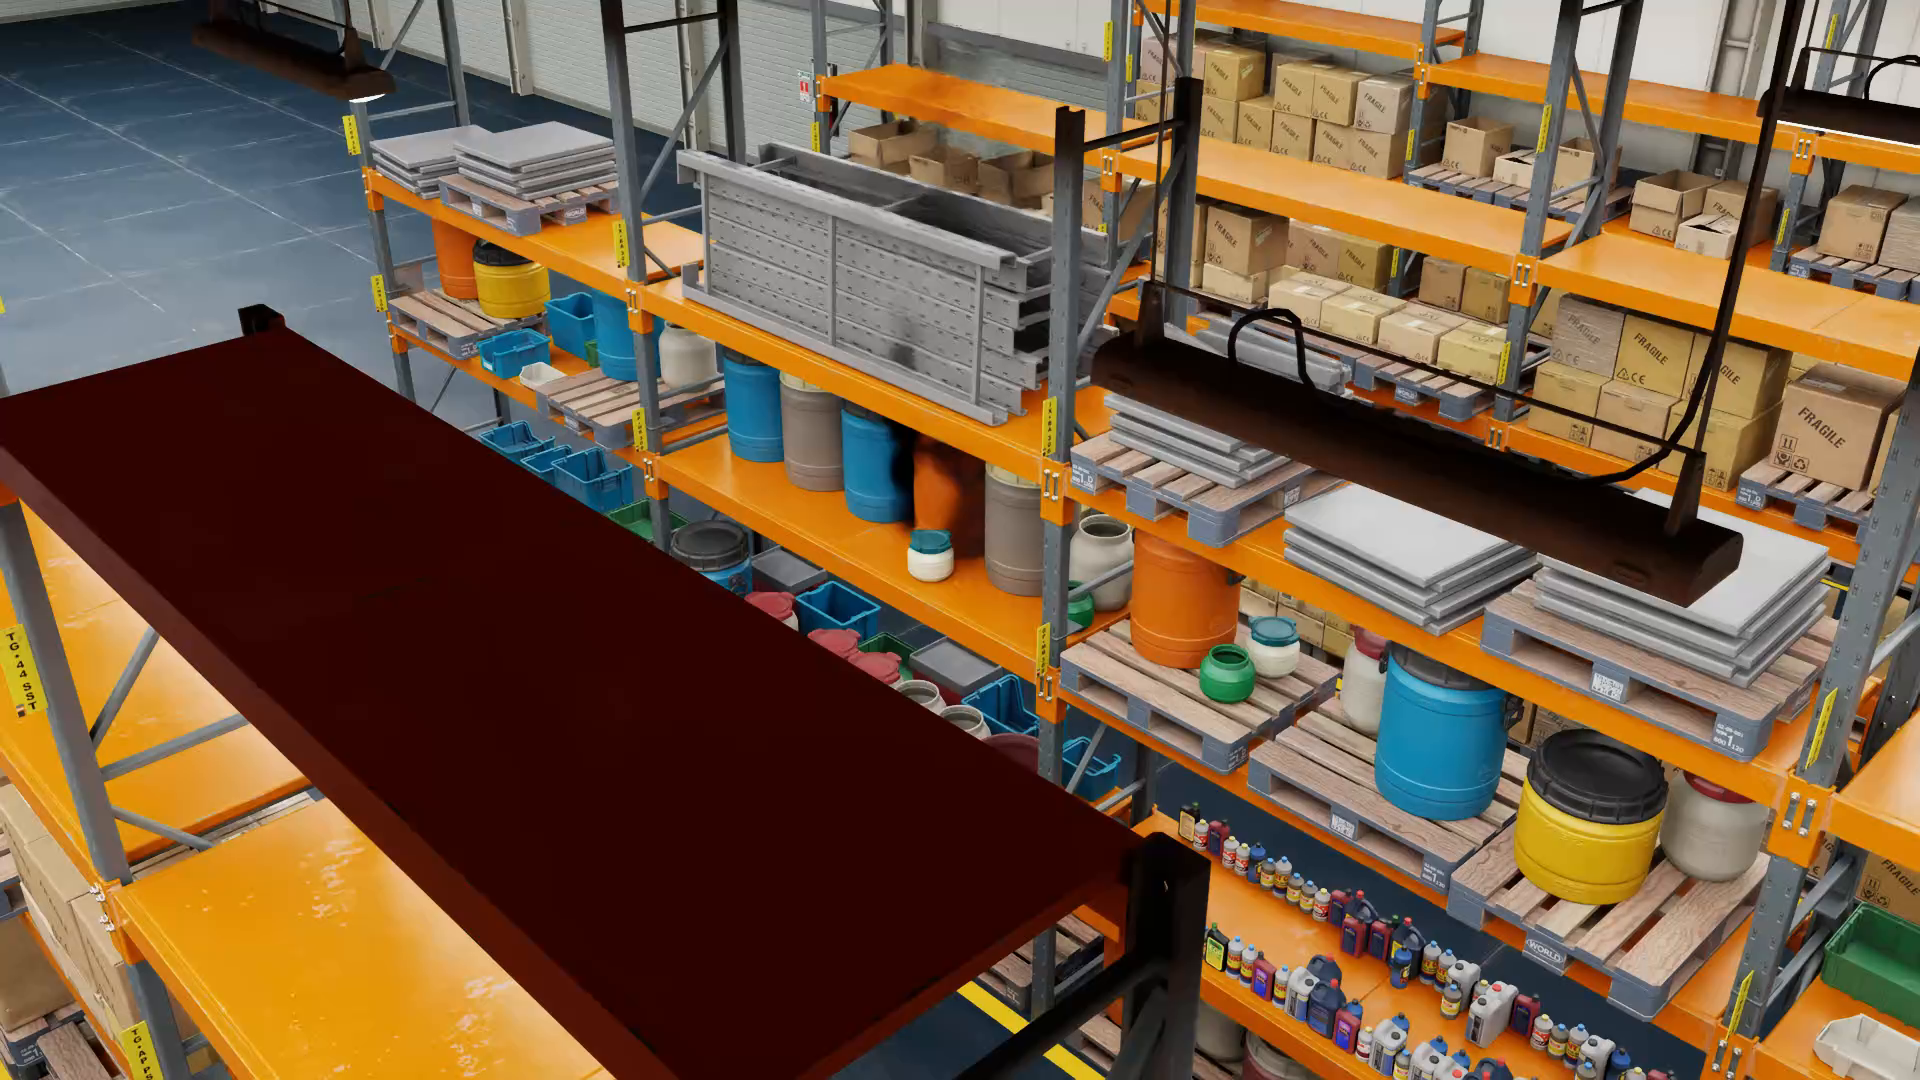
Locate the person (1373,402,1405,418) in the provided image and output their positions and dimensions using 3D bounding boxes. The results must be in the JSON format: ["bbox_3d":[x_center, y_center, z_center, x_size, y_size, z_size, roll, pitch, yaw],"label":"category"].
[{"bbox_3d":[4.066,-0.683,16.301,0.654,1.728,0.711,22,35,35],"label":"person"}]
